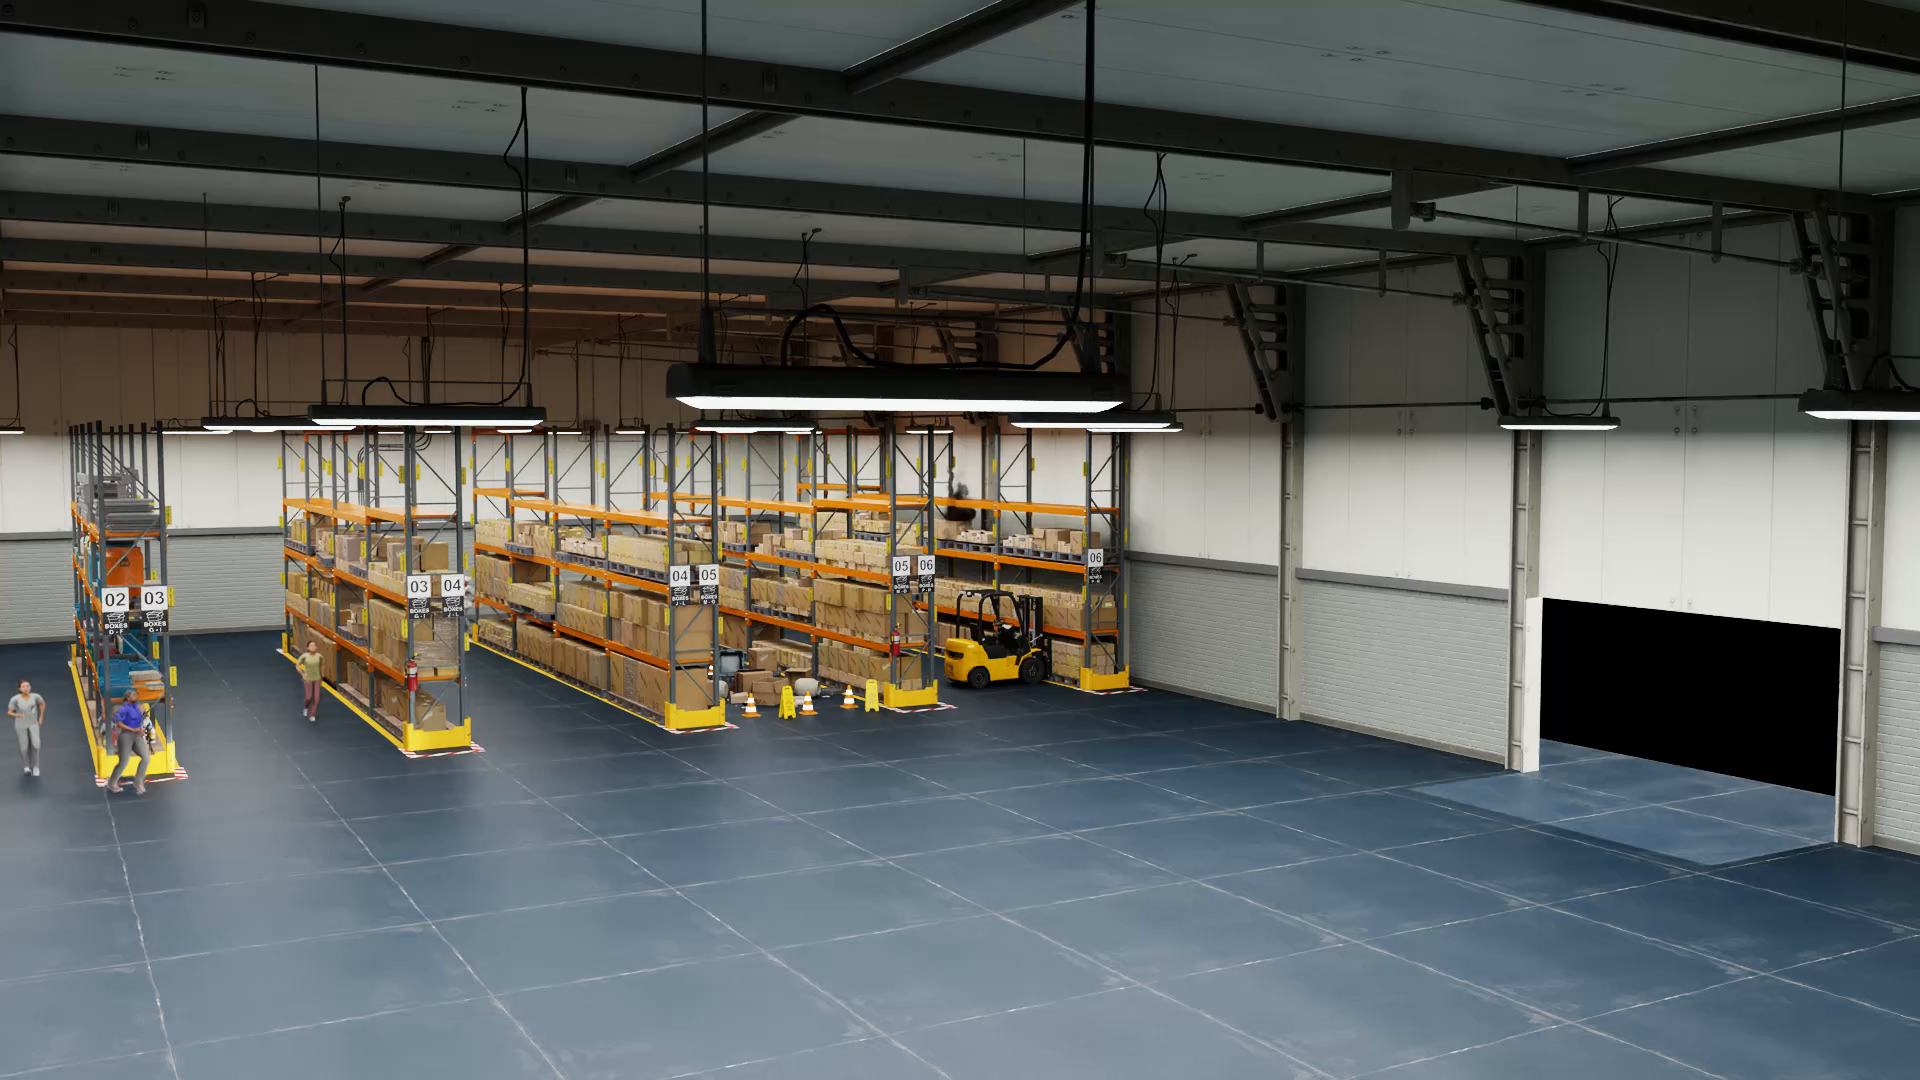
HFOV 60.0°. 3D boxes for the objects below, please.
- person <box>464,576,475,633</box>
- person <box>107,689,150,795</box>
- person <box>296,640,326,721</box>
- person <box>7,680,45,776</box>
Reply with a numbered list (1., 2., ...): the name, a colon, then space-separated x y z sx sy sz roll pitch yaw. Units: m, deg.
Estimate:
1. person: -14.293 1.912 47.744 0.763 1.768 0.676 -2 4 -23
2. person: -13.374 3.247 26.832 0.685 1.667 0.600 1 4 14
3. person: -13.074 2.833 33.558 0.563 1.624 0.533 -3 4 -35
4. person: -15.752 3.164 28.082 0.578 1.643 0.751 -2 4 -34
